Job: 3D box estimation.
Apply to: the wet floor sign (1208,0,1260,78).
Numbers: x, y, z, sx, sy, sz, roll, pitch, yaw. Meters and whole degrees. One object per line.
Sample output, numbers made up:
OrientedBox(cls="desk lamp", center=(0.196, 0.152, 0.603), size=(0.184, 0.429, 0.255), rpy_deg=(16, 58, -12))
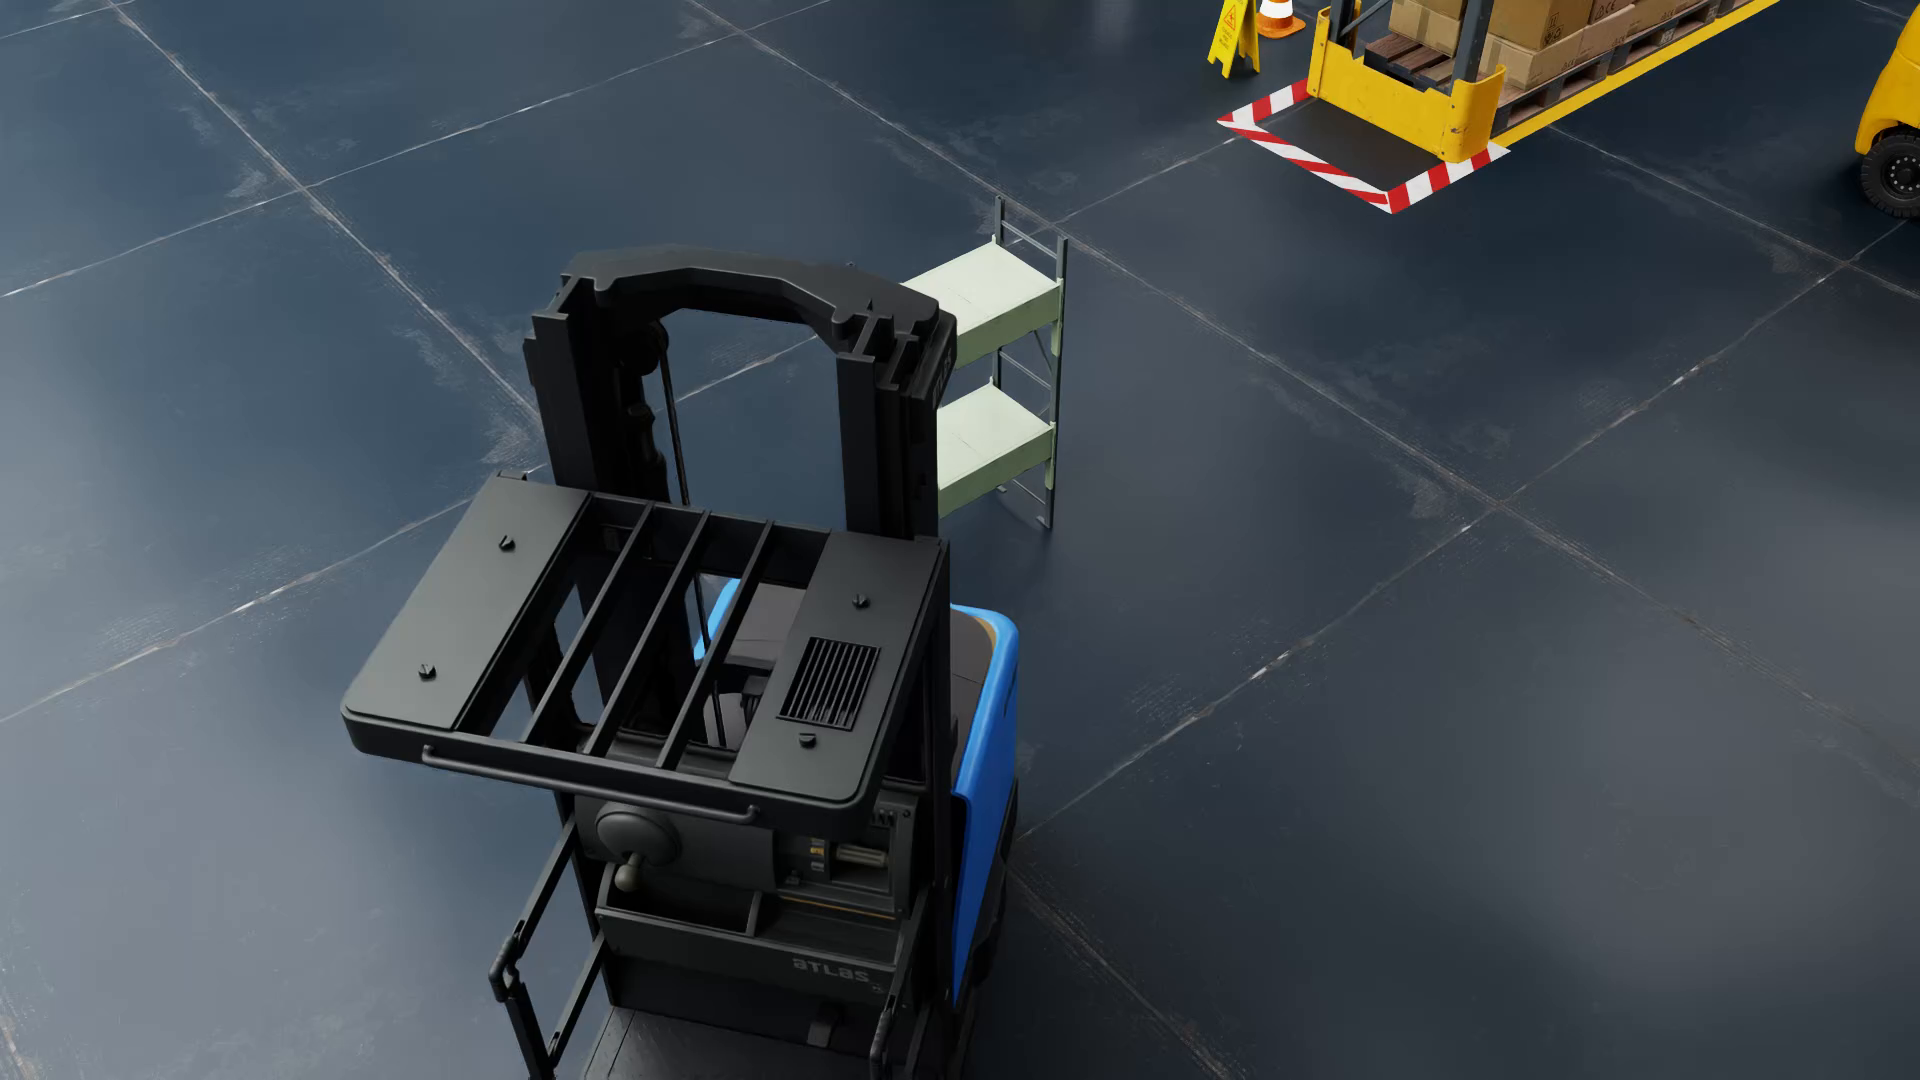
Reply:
OrientedBox(cls="wet floor sign", center=(1.725, -3.224, 10.265), size=(0.232, 0.644, 0.267), rpy_deg=(-14, 45, -14))

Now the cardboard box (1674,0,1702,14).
OrientedBox(cls="cardboard box", center=(4.549, -3.650, 10.701), size=(0.500, 0.250, 0.500), rpy_deg=(-29, 50, -27))

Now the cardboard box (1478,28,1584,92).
OrientedBox(cls="cardboard box", center=(3.354, -2.963, 9.970), size=(0.500, 0.250, 0.500), rpy_deg=(-30, 51, -28))

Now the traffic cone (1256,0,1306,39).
OrientedBox(cls="traffic cone", center=(2.060, -3.545, 10.740), size=(0.334, 0.463, 0.336), rpy_deg=(-30, 51, -28))

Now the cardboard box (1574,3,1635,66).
OrientedBox(cls="cardboard box", center=(3.750, -3.184, 10.204), size=(0.500, 0.250, 0.500), rpy_deg=(-28, 50, -27))

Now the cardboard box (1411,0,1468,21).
OrientedBox(cls="cardboard box", center=(3.005, -3.517, 10.011), size=(0.500, 0.500, 0.500), rpy_deg=(-29, 51, -28))

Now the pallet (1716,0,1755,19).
OrientedBox(cls="pallet", center=(5.133, -4.030, 11.441), size=(1.213, 0.211, 1.003), rpy_deg=(-30, 51, -28))

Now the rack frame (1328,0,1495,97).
OrientedBox(cls="rack frame", center=(2.557, -3.604, 8.949), size=(0.127, 3.000, 1.000), rpy_deg=(-30, 51, -28))

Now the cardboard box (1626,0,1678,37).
OrientedBox(cls="cardboard box", center=(4.160, -3.430, 10.466), size=(0.500, 0.250, 0.500), rpy_deg=(-26, 49, -25))

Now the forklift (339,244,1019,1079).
OrientedBox(cls="forklift", center=(-0.618, 0.869, 4.237), size=(1.130, 2.935, 3.031), rpy_deg=(9, 44, 9))

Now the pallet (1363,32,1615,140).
OrientedBox(cls="pallet", center=(3.262, -2.959, 10.300), size=(1.213, 0.211, 1.003), rpy_deg=(-30, 51, -28))

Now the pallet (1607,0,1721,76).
OrientedBox(cls="pallet", center=(4.197, -3.492, 10.867), size=(1.213, 0.211, 1.003), rpy_deg=(-30, 51, -28))

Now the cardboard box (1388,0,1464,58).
OrientedBox(cls="cardboard box", center=(3.023, -3.261, 10.287), size=(0.500, 0.250, 0.500), rpy_deg=(-30, 51, -28))

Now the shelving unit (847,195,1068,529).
OrientedBox(cls="shelving unit", center=(-0.005, -0.544, 6.787), size=(0.755, 1.500, 0.431), rpy_deg=(-30, 51, -28))

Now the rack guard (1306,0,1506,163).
OrientedBox(cls="rack guard", center=(2.616, -2.726, 9.841), size=(0.348, 0.500, 1.175), rpy_deg=(-30, 51, -28))

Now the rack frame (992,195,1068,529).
OrientedBox(cls="rack frame", center=(0.276, -0.705, 6.958), size=(0.023, 1.500, 0.400), rpy_deg=(-30, 51, -28))

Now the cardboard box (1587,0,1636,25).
OrientedBox(cls="cardboard box", center=(3.770, -3.479, 9.971), size=(0.500, 0.500, 0.500), rpy_deg=(-32, 52, -29))

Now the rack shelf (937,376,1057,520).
OrientedBox(cls="rack shelf", center=(-0.005, -0.306, 7.010), size=(0.720, 0.370, 0.431), rpy_deg=(-30, 51, -28))

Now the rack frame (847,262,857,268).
OrientedBox(cls="rack frame", center=(-0.286, -0.383, 6.616), size=(0.023, 1.500, 0.400), rpy_deg=(-30, 51, -28))

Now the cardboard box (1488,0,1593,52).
OrientedBox(cls="cardboard box", center=(3.371, -3.248, 9.724), size=(0.500, 0.500, 0.500), rpy_deg=(-32, 52, -29))

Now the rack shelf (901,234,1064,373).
OrientedBox(cls="rack shelf", center=(-0.005, -0.828, 6.520), size=(0.720, 0.370, 0.431), rpy_deg=(-30, 51, -28))

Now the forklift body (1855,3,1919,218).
OrientedBox(cls="forklift body", center=(6.029, -2.480, 8.373), size=(1.214, 2.155, 2.313), rpy_deg=(-30, 51, -28))
